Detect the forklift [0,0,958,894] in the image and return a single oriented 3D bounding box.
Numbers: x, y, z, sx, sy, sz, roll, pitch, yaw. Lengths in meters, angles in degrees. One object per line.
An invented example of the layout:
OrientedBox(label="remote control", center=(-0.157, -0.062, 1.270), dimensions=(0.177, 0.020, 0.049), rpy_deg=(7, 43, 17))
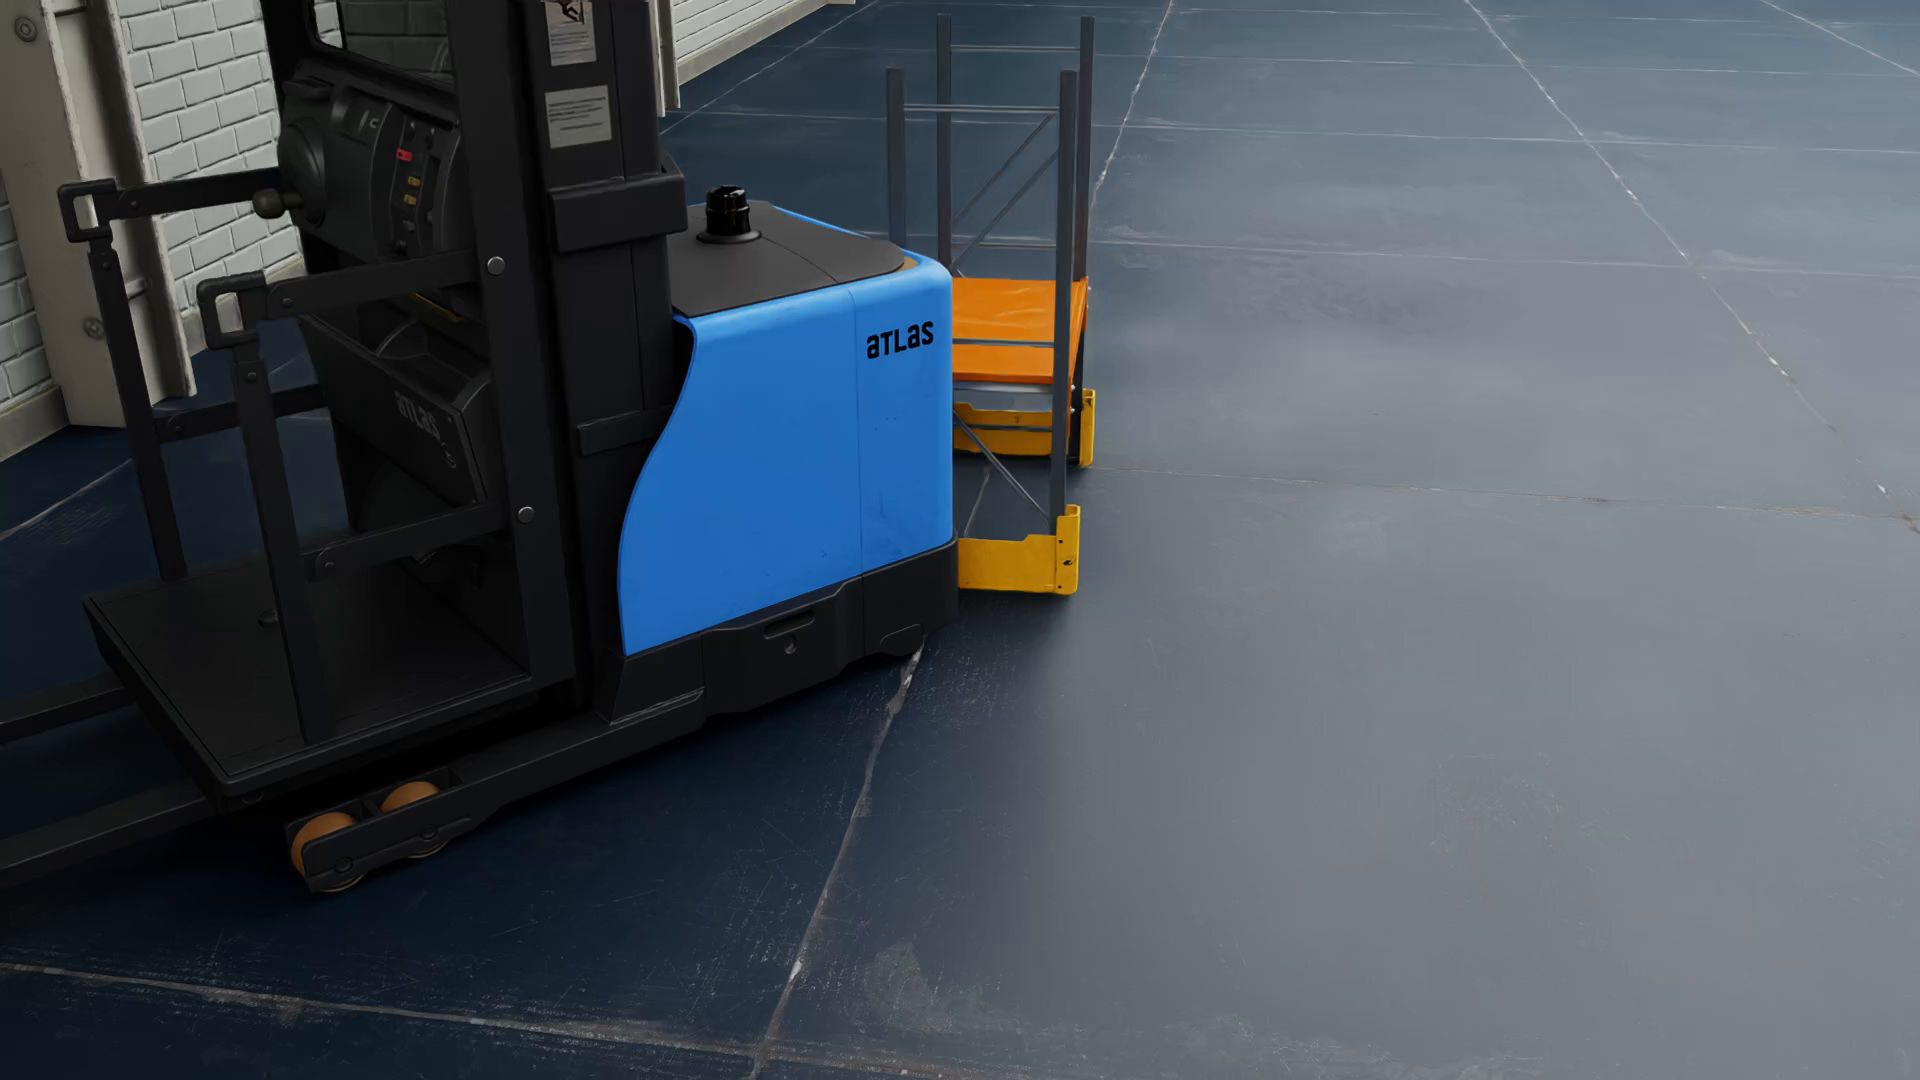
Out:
OrientedBox(label="forklift", center=(-1.463, -0.815, 3.534), dimensions=(3.031, 2.935, 1.130), rpy_deg=(-19, 31, -35))

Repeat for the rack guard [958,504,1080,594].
OrientedBox(label="rack guard", center=(0.057, 0.014, 4.925), dimensions=(0.587, 0.250, 0.087), rpy_deg=(3, 25, 6))

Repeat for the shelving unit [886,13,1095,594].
OrientedBox(label="shelving unit", center=(0.115, -0.762, 5.108), dimensions=(0.587, 1.500, 1.083), rpy_deg=(3, 25, 6))

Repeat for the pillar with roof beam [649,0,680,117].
OrientedBox(label="pillar with roof beam", center=(2.074, -6.792, 9.146), dimensions=(9.100, 9.000, 0.400), rpy_deg=(4, 25, 9))

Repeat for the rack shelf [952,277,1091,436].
OrientedBox(label="rack shelf", center=(0.116, -0.602, 5.192), dimensions=(0.538, 0.185, 1.000), rpy_deg=(3, 25, 6))

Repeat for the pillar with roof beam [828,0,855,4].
OrientedBox(label="pillar with roof beam", center=(3.054, -9.301, 14.507), dimensions=(9.100, 9.000, 0.400), rpy_deg=(4, 25, 9))

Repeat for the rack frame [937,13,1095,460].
OrientedBox(label="rack frame", center=(0.176, -0.979, 5.573), dimensions=(0.500, 1.500, 0.032), rpy_deg=(3, 25, 6))

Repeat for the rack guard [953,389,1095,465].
OrientedBox(label="rack guard", center=(0.174, -0.405, 5.821), dimensions=(0.587, 0.250, 0.087), rpy_deg=(3, 25, 6))

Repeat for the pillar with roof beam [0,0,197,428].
OrientedBox(label="pillar with roof beam", center=(1.093, -4.283, 3.784), dimensions=(9.100, 9.000, 0.400), rpy_deg=(4, 25, 9))

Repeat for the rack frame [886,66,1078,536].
OrientedBox(label="rack frame", center=(0.057, -0.551, 4.659), dimensions=(0.500, 1.500, 0.032), rpy_deg=(3, 25, 6))
